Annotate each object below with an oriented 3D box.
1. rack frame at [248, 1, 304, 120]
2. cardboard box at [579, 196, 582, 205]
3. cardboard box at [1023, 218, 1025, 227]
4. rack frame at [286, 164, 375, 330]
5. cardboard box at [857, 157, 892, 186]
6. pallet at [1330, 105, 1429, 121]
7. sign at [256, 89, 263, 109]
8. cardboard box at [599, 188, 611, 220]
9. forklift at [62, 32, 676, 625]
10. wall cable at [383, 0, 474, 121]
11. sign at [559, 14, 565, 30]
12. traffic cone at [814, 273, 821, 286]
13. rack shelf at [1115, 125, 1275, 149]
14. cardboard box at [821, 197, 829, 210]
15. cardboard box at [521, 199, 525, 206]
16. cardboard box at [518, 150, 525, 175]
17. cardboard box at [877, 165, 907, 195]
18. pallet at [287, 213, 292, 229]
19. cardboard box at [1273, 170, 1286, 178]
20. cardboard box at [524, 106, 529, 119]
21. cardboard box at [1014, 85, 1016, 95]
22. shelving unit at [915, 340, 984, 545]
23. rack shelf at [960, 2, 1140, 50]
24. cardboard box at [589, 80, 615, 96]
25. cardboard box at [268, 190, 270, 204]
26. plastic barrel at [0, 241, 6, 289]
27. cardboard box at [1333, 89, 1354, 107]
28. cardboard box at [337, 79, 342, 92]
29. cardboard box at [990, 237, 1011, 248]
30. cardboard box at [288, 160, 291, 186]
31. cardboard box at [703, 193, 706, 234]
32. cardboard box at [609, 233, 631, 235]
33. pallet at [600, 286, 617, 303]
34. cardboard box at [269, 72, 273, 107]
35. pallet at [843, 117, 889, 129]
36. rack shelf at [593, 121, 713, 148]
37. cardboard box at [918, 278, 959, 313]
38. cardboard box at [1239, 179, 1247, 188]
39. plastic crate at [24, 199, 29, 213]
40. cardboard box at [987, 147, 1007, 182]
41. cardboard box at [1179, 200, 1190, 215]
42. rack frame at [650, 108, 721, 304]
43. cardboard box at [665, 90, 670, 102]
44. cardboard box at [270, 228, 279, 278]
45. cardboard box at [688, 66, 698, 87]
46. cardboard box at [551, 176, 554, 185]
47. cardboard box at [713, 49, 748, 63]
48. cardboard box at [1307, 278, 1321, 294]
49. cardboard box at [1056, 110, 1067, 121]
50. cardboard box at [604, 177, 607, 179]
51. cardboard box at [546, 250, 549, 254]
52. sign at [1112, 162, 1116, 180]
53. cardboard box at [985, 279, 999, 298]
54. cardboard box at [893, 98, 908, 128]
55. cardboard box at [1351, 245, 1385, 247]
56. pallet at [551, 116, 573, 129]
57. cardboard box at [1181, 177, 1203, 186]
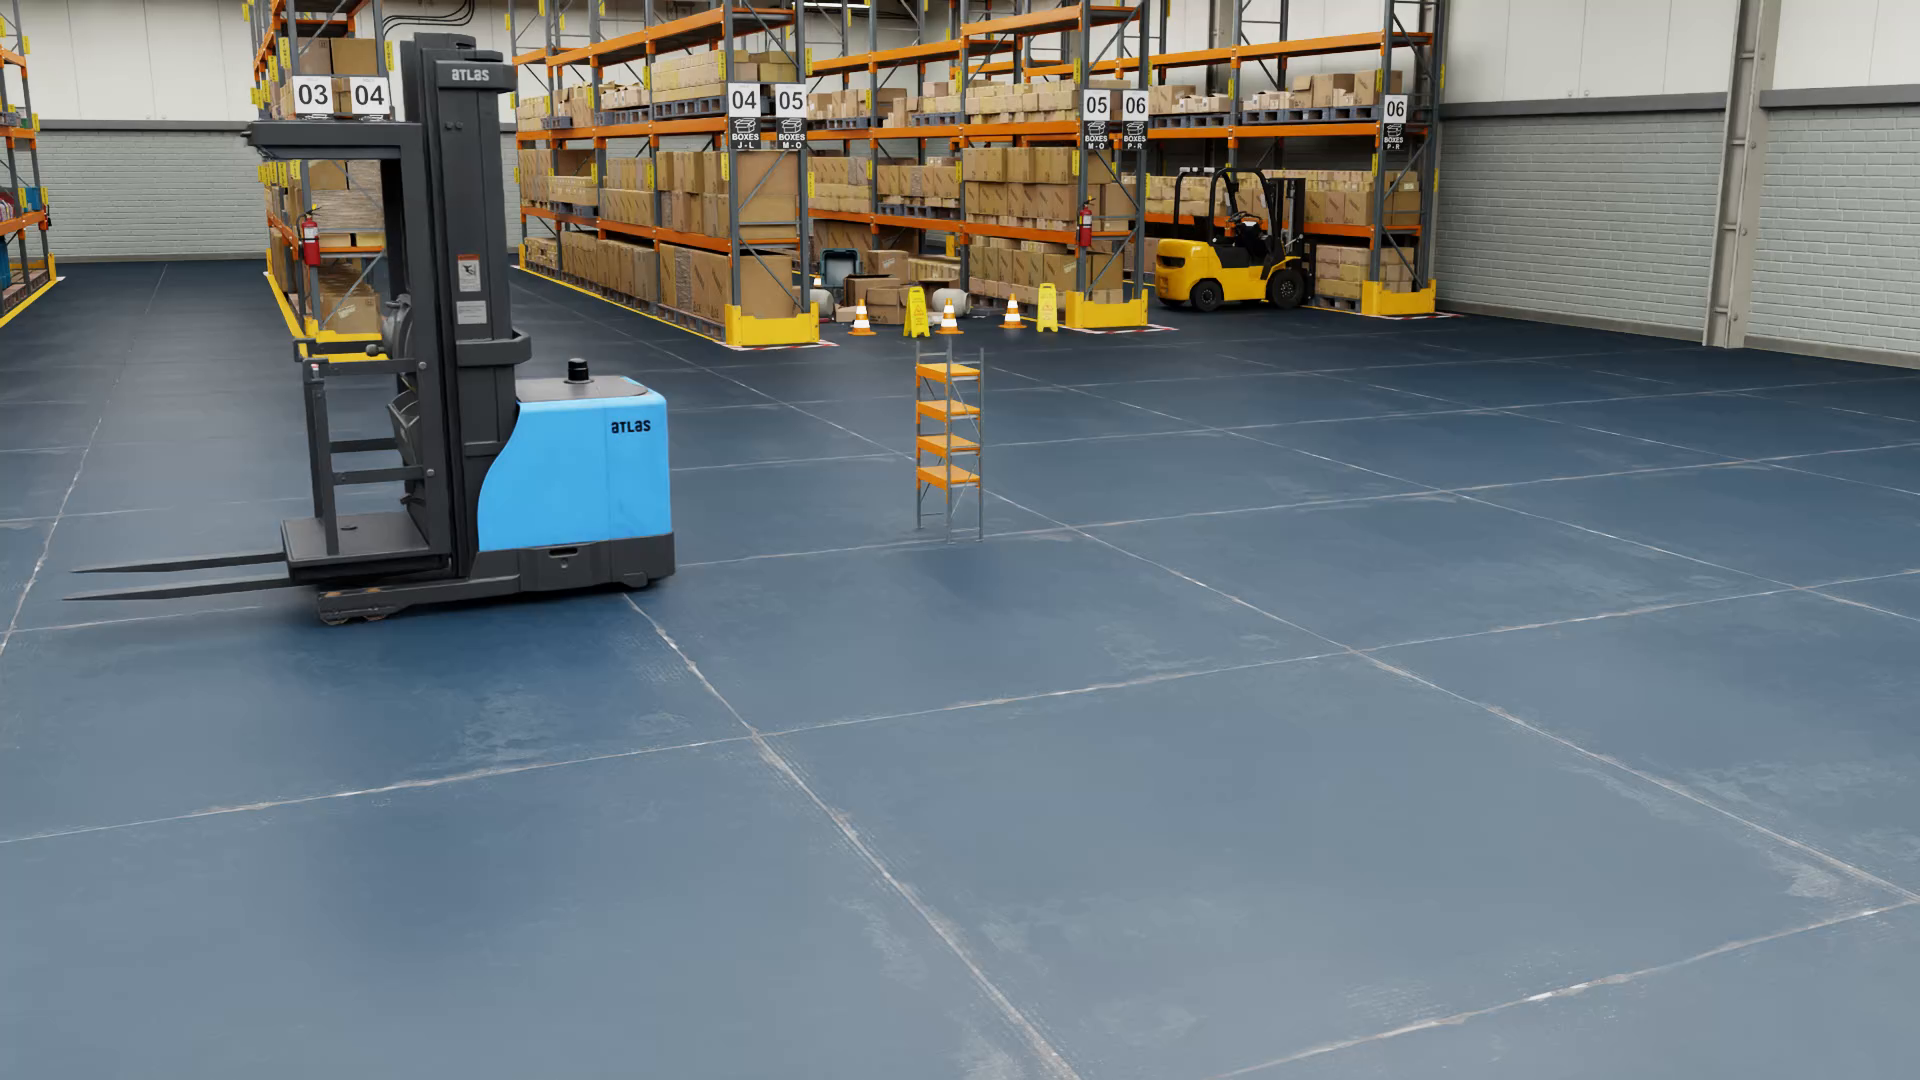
[{"bbox_3d":[-13.398,-9.793,32.727,1.000,3.000,0.127,-6,14,-23],"label":"rack frame"},{"bbox_3d":[-6.325,-5.839,28.571,0.380,0.149,0.250,-6,14,-23],"label":"cardboard box"},{"bbox_3d":[1.151,-4.713,24.639,0.380,0.149,0.250,-6,14,-23],"label":"cardboard box"},{"bbox_3d":[-8.592,-4.391,22.691,1.000,3.000,0.127,-6,14,-23],"label":"rack frame"},{"bbox_3d":[-1.560,-6.732,30.365,0.500,0.500,0.500,-6,14,-24],"label":"cardboard box"},{"bbox_3d":[6.378,-6.476,25.241,1.003,0.211,1.213,-6,14,-23],"label":"pallet"},{"bbox_3d":[-12.304,-7.745,29.209,0.100,0.325,0.005,-6,14,-23],"label":"sign"},{"bbox_3d":[-5.676,-5.576,27.590,0.500,0.500,0.500,-5,14,-22],"label":"cardboard box"},{"bbox_3d":[-3.146,-1.129,8.748,3.031,2.935,1.130,-6,14,-23],"label":"forklift"},{"bbox_3d":[-12.505,-12.840,38.756,2.277,5.999,0.120,-6,14,-23],"label":"wall cable"},{"bbox_3d":[-8.297,-10.799,34.647,0.100,0.325,0.005,-6,14,-23],"label":"sign"},{"bbox_3d":[-2.323,-4.150,27.274,0.336,0.463,0.334,-6,14,-23],"label":"traffic cone"},{"bbox_3d":[4.234,-7.260,30.027,1.077,0.370,4.000,-6,14,-23],"label":"rack shelf"},{"bbox_3d":[-2.382,-6.537,32.296,0.500,0.250,0.500,-6,14,-23],"label":"cardboard box"},{"bbox_3d":[-8.984,-7.079,34.860,0.380,0.149,0.250,-6,14,-23],"label":"cardboard box"},{"bbox_3d":[-8.877,-7.862,34.587,0.500,0.500,0.500,-6,14,-23],"label":"cardboard box"},{"bbox_3d":[-1.145,-6.397,29.545,0.500,0.500,0.500,-6,14,-25],"label":"cardboard box"},{"bbox_3d":[-9.363,-4.719,24.532,1.003,0.211,1.213,-6,14,-23],"label":"pallet"},{"bbox_3d":[5.327,-5.941,27.067,0.380,0.149,0.250,-6,14,-24],"label":"cardboard box"},{"bbox_3d":[-8.474,-8.602,33.456,0.500,0.250,0.500,-5,14,-22],"label":"cardboard box"},{"bbox_3d":[1.014,-6.606,24.395,0.380,0.149,0.250,-5,14,-22],"label":"cardboard box"},{"bbox_3d":[-0.066,-0.619,10.382,0.258,1.200,0.503,-6,14,-23],"label":"shelving unit"},{"bbox_3d":[1.290,-7.444,24.178,1.077,0.370,4.000,-6,14,-23],"label":"rack shelf"},{"bbox_3d":[-6.009,-7.588,27.931,0.396,0.266,0.258,-6,14,-23],"label":"cardboard box"},{"bbox_3d":[-12.628,-6.396,31.024,0.500,0.250,0.500,-5,14,-22],"label":"cardboard box"},{"bbox_3d":[-15.848,-4.519,26.964,0.600,0.901,0.708,-6,14,-23],"label":"plastic barrel"},{"bbox_3d":[5.926,-6.754,25.394,0.396,0.266,0.258,-6,14,-23],"label":"cardboard box"},{"bbox_3d":[-7.117,-5.329,19.537,0.380,0.149,0.250,-6,14,-24],"label":"cardboard box"},{"bbox_3d":[0.680,-4.549,25.438,0.380,0.149,0.250,-5,14,-21],"label":"cardboard box"},{"bbox_3d":[-8.443,-4.853,21.587,0.500,0.500,0.500,-6,14,-23],"label":"cardboard box"},{"bbox_3d":[-2.944,-4.376,22.294,0.875,0.550,0.550,-6,14,-23],"label":"cardboard box"},{"bbox_3d":[-6.053,-5.369,29.867,0.500,0.250,0.500,-6,14,-23],"label":"cardboard box"},{"bbox_3d":[-5.362,-4.117,27.688,1.003,0.211,1.213,-6,14,-23],"label":"pallet"},{"bbox_3d":[-10.041,-6.746,24.882,0.500,0.500,0.500,-6,14,-23],"label":"cardboard box"},{"bbox_3d":[-1.420,-7.610,30.366,1.213,0.211,1.003,-5,14,-20],"label":"pallet"},{"bbox_3d":[-4.808,-6.343,26.065,1.077,0.370,4.000,-6,14,-23],"label":"rack shelf"},{"bbox_3d":[-0.329,-3.726,25.353,0.500,0.500,0.500,4,14,16],"label":"cardboard box"},{"bbox_3d":[4.922,-6.011,28.027,0.380,0.149,0.250,-6,14,-24],"label":"cardboard box"},{"bbox_3d":[-16.879,-5.970,29.749,0.416,0.233,0.300,-6,14,-23],"label":"plastic crate"},{"bbox_3d":[0.827,-5.643,25.000,0.700,0.500,0.500,-6,14,-24],"label":"cardboard box"},{"bbox_3d":[4.216,-5.952,29.765,0.500,0.250,0.500,-6,14,-23],"label":"cardboard box"},{"bbox_3d":[-4.006,-4.818,24.536,1.000,3.000,0.127,-6,14,-23],"label":"rack frame"},{"bbox_3d":[-3.868,-6.148,23.033,0.380,0.149,0.250,-6,14,-24],"label":"cardboard box"},{"bbox_3d":[-11.521,-5.083,29.461,1.225,0.875,0.875,-6,14,-23],"label":"cardboard box"},{"bbox_3d":[-3.256,-6.062,21.775,0.500,0.250,0.500,-6,14,-23],"label":"cardboard box"},{"bbox_3d":[-7.357,-6.663,30.814,0.380,0.149,0.250,-5,14,-21],"label":"cardboard box"},{"bbox_3d":[-2.850,-6.012,20.676,0.380,0.149,0.250,-5,14,-22],"label":"cardboard box"},{"bbox_3d":[5.777,-4.050,26.385,0.500,0.250,0.500,-5,14,-22],"label":"cardboard box"},{"bbox_3d":[1.562,-5.896,23.097,0.380,0.149,0.250,-6,14,-23],"label":"cardboard box"},{"bbox_3d":[-6.144,-6.401,29.682,0.380,0.149,0.250,-5,14,-21],"label":"cardboard box"},{"bbox_3d":[-8.002,-5.688,33.027,0.380,0.149,0.250,-5,14,-22],"label":"cardboard box"},{"bbox_3d":[2.939,-7.036,31.728,0.100,0.325,0.005,-6,14,-23],"label":"sign"},{"bbox_3d":[0.702,-3.896,25.717,0.500,0.250,0.500,-5,14,-20],"label":"cardboard box"},{"bbox_3d":[-0.743,-7.426,28.930,0.700,0.500,0.500,-6,14,-23],"label":"cardboard box"},{"bbox_3d":[6.415,-4.481,26.026,0.500,0.250,0.500,-6,14,-23],"label":"cardboard box"},{"bbox_3d":[-6.643,-7.490,29.843,1.213,0.211,1.003,-6,14,-23],"label":"pallet"},{"bbox_3d":[4.156,-6.412,29.762,0.380,0.149,0.250,-5,14,-22],"label":"cardboard box"}]
